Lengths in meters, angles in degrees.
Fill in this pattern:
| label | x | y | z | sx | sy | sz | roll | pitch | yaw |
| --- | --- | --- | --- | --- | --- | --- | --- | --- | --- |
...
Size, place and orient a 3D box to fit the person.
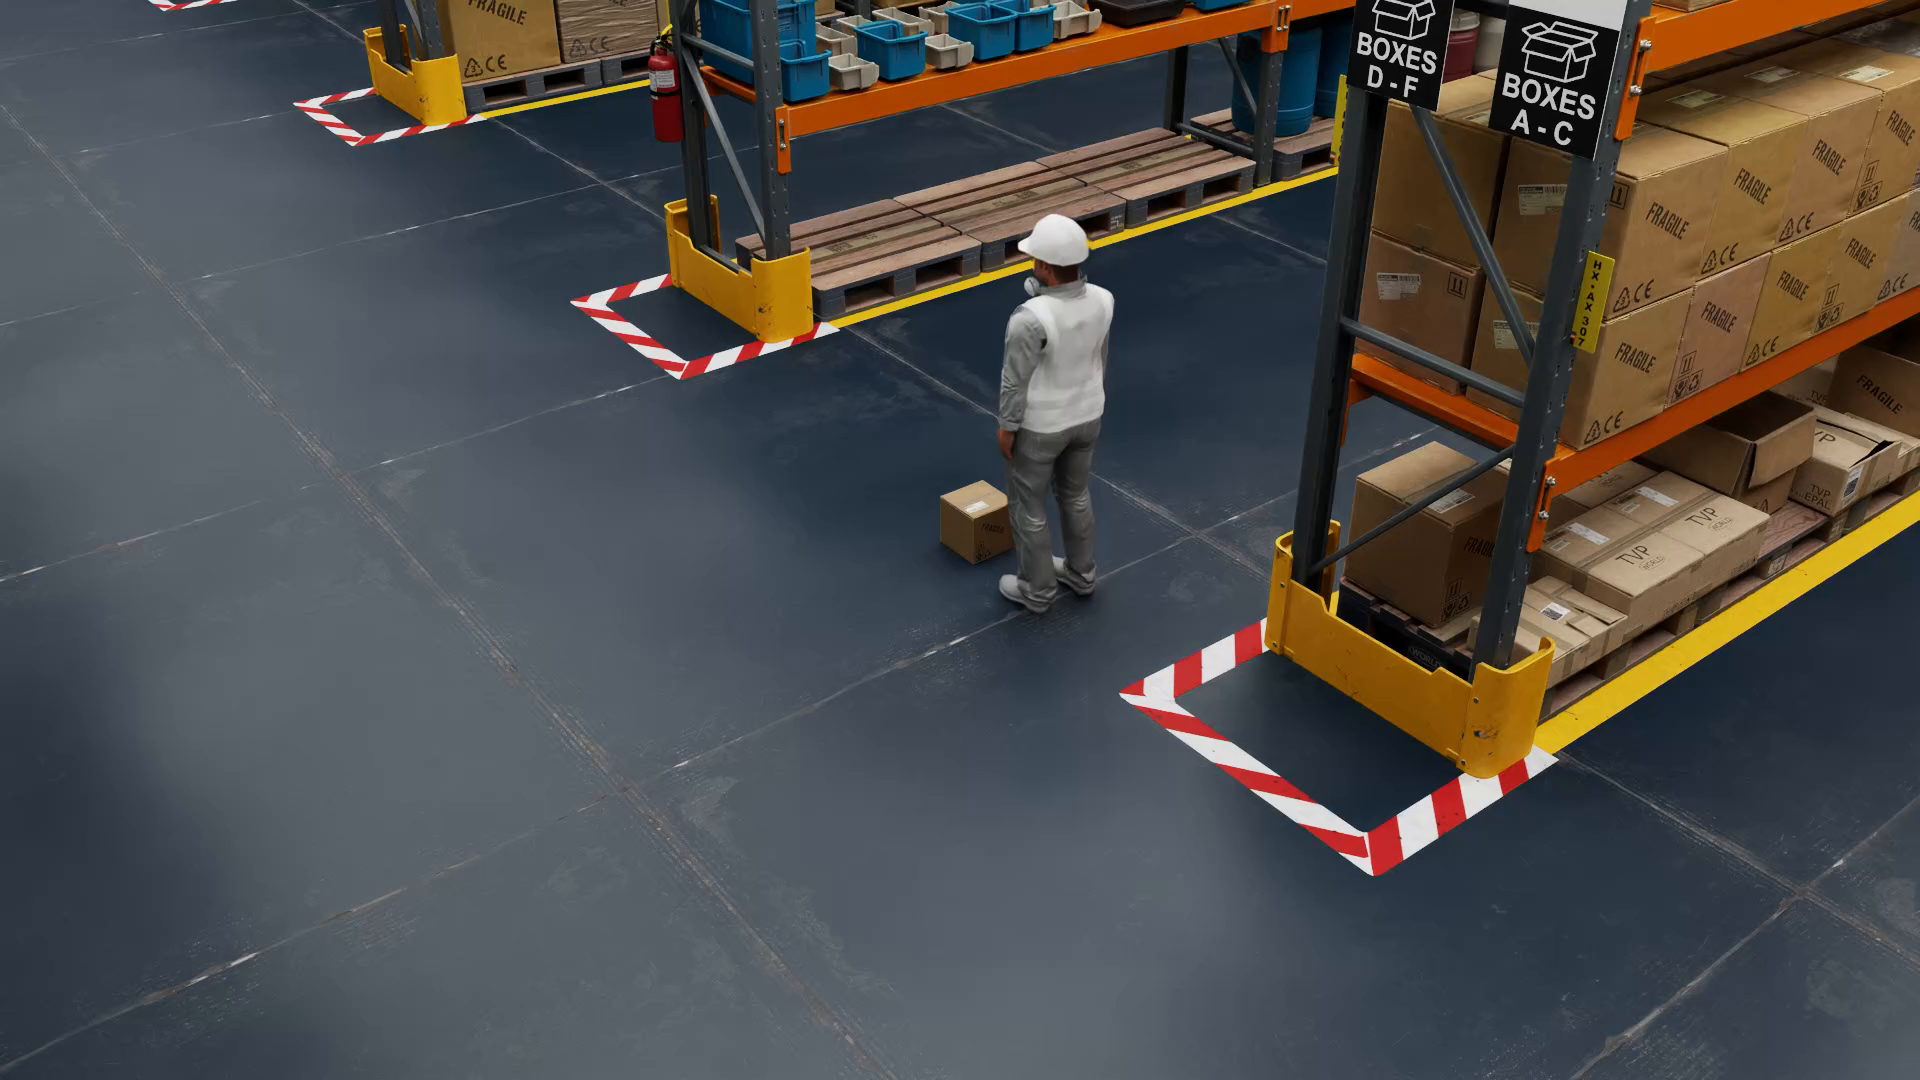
| label | x | y | z | sx | sy | sz | roll | pitch | yaw |
| --- | --- | --- | --- | --- | --- | --- | --- | --- | --- |
| person | 0.374 | -0.515 | 6.943 | 0.532 | 1.766 | 0.360 | -21 | 38 | -30 |
